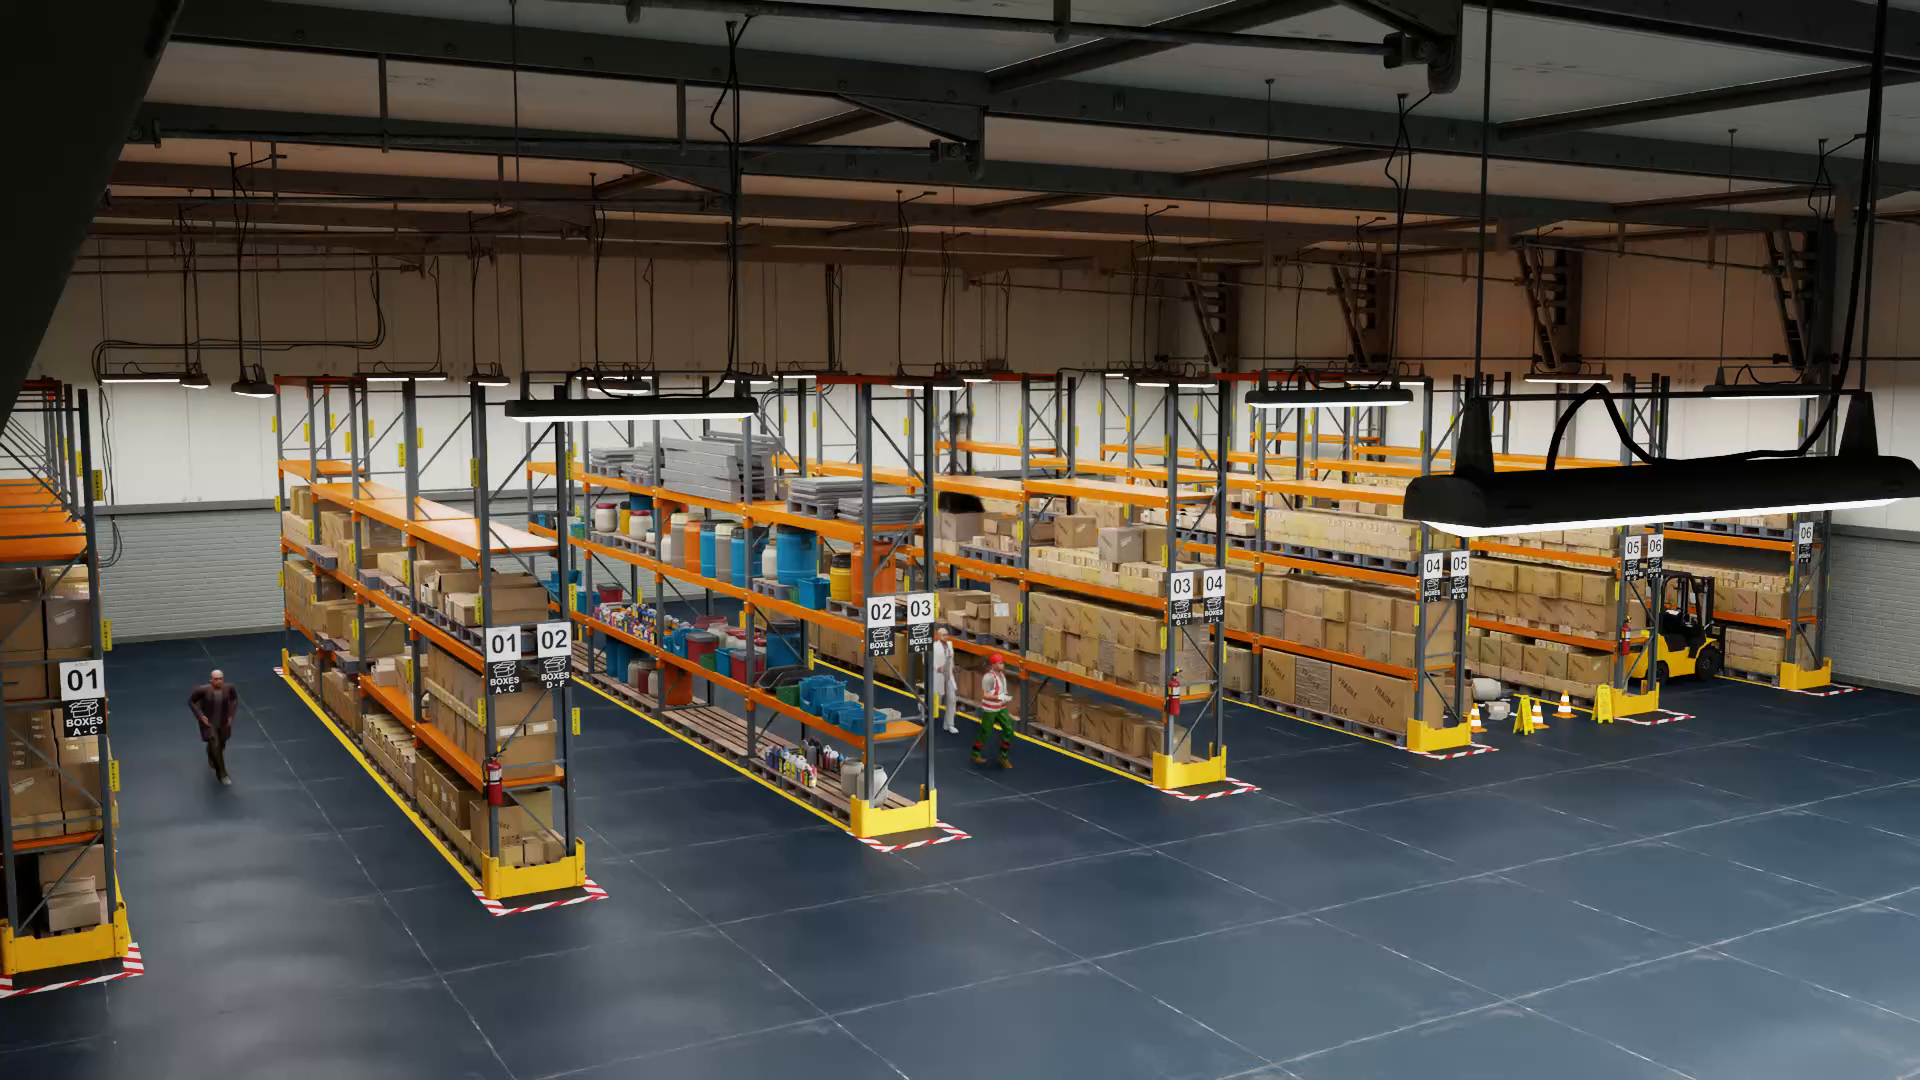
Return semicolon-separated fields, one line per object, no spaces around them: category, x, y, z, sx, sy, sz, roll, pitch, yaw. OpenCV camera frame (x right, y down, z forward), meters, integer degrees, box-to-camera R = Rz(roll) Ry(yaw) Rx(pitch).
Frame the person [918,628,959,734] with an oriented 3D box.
person;-0.347;2.358;28.310;0.694;1.763;0.991;-5;8;-36

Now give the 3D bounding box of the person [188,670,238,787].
person;-11.197;2.813;24.916;0.683;1.631;1.025;-5;8;-36

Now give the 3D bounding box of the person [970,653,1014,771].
person;0.517;2.646;25.624;0.835;1.831;0.588;5;8;41
